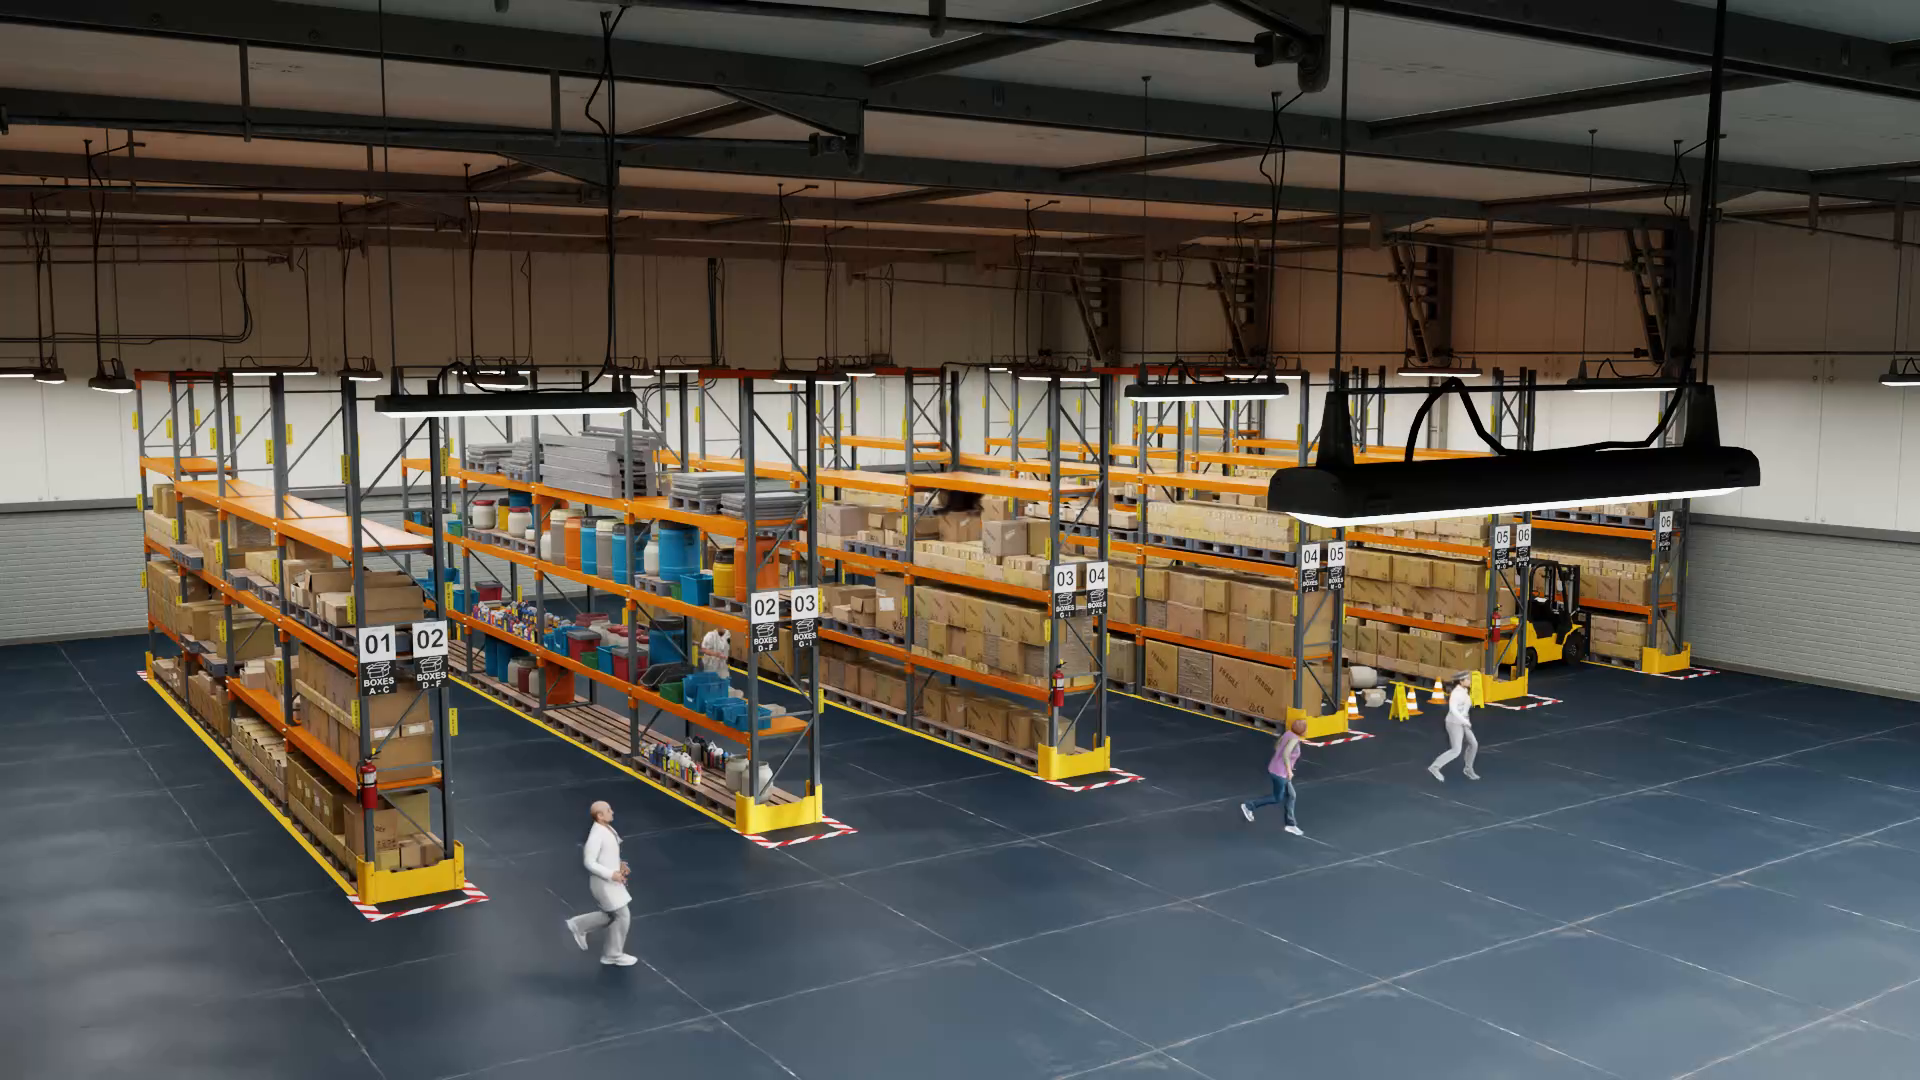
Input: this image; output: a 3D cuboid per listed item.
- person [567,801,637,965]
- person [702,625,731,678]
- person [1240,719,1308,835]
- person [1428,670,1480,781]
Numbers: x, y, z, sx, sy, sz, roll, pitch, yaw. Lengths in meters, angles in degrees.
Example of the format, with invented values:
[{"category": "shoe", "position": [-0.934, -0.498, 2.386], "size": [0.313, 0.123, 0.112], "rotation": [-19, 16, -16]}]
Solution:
[{"category": "person", "position": [-3.713, 3.548, 17.158], "size": [0.719, 1.744, 0.712], "rotation": [-1, 7, -8]}, {"category": "person", "position": [-4.278, 2.191, 29.393], "size": [0.654, 1.701, 0.730], "rotation": [-5, 8, -36]}, {"category": "person", "position": [4.140, 3.122, 21.939], "size": [0.870, 1.549, 0.550], "rotation": [0, 6, -3]}, {"category": "person", "position": [7.364, 2.753, 24.609], "size": [0.674, 1.688, 0.841], "rotation": [3, 7, 22]}]
